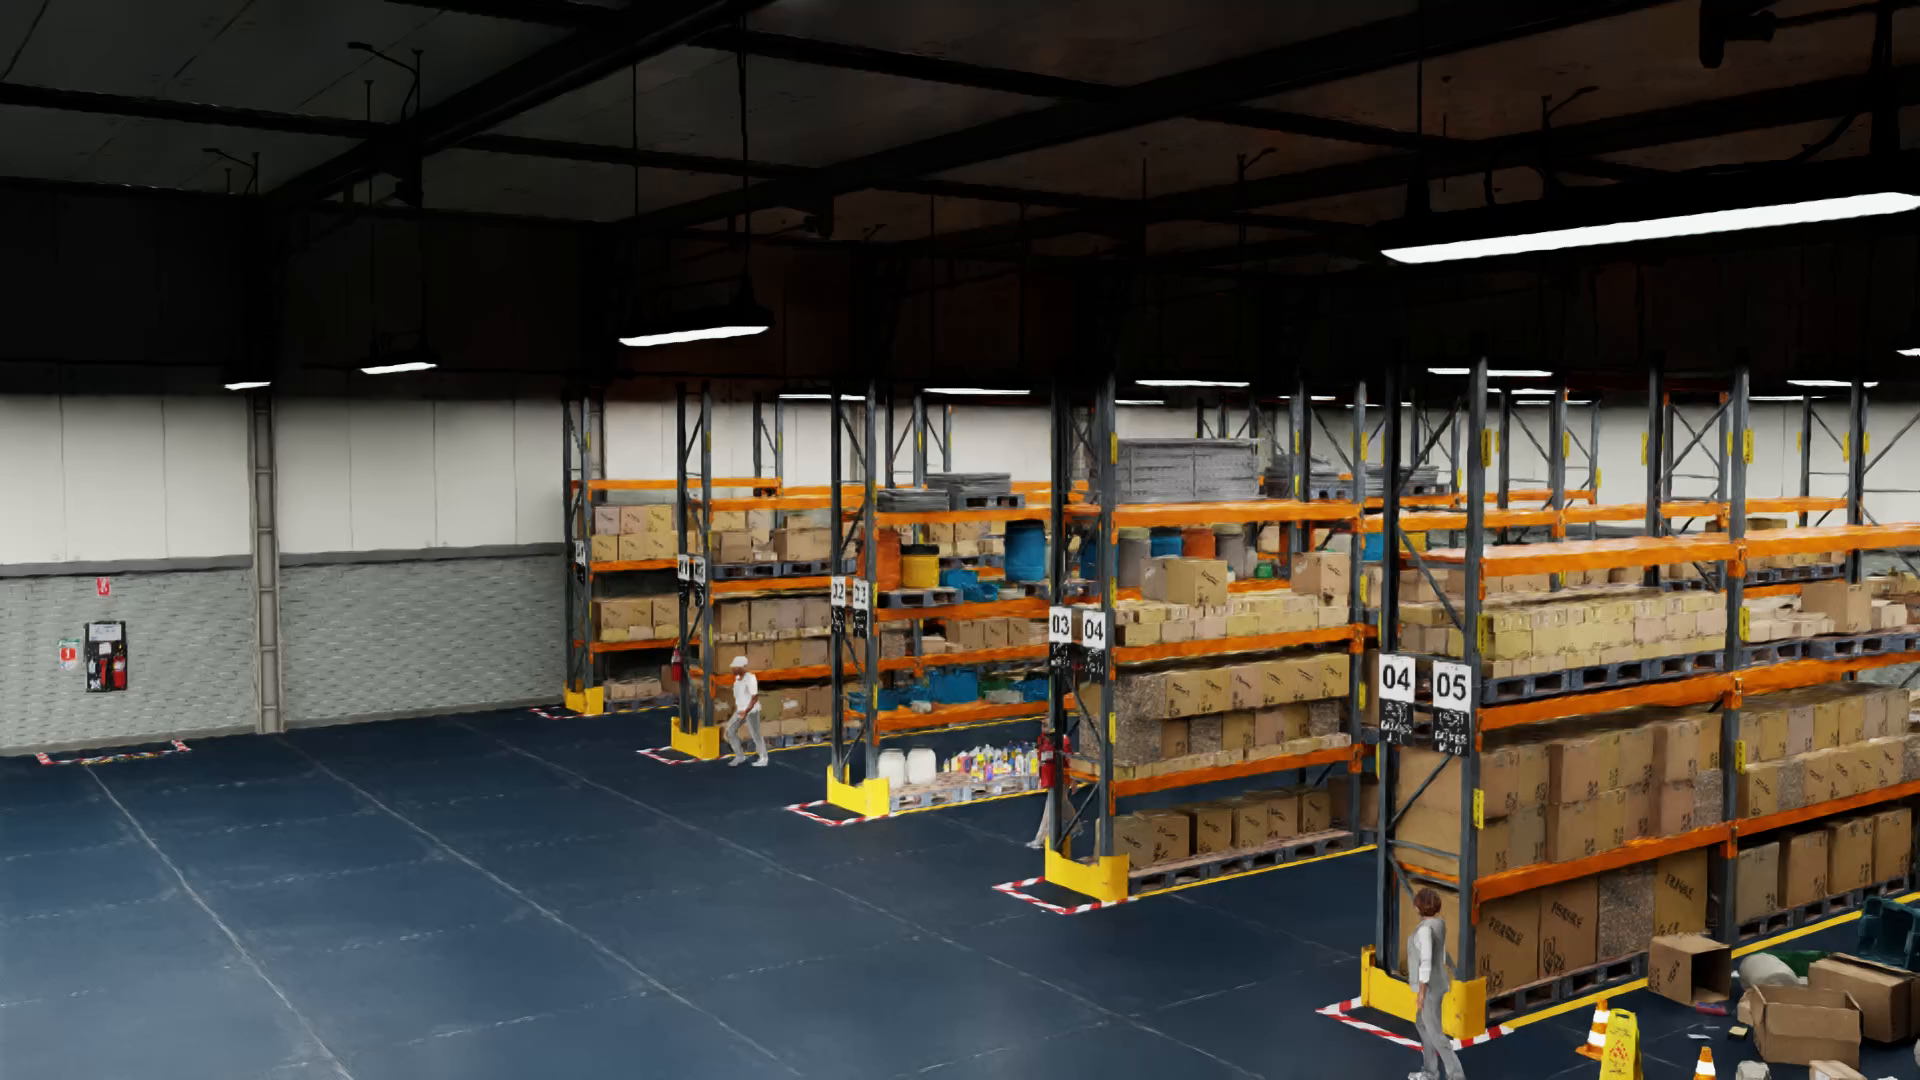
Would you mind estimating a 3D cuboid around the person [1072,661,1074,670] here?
[{"bbox_3d":[2.147,2.082,35.257,1.075,1.585,0.498,-3,5,-37],"label":"person"}]

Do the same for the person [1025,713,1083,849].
[{"bbox_3d":[1.143,2.981,20.825,1.105,1.641,0.547,-3,5,-36],"label":"person"}]

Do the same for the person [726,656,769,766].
[{"bbox_3d":[-3.296,2.644,25.776,0.631,1.727,0.667,-3,5,-38],"label":"person"}]

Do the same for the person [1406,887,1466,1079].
[{"bbox_3d":[3.751,3.538,13.061,0.483,1.587,0.513,2,4,30],"label":"person"}]
